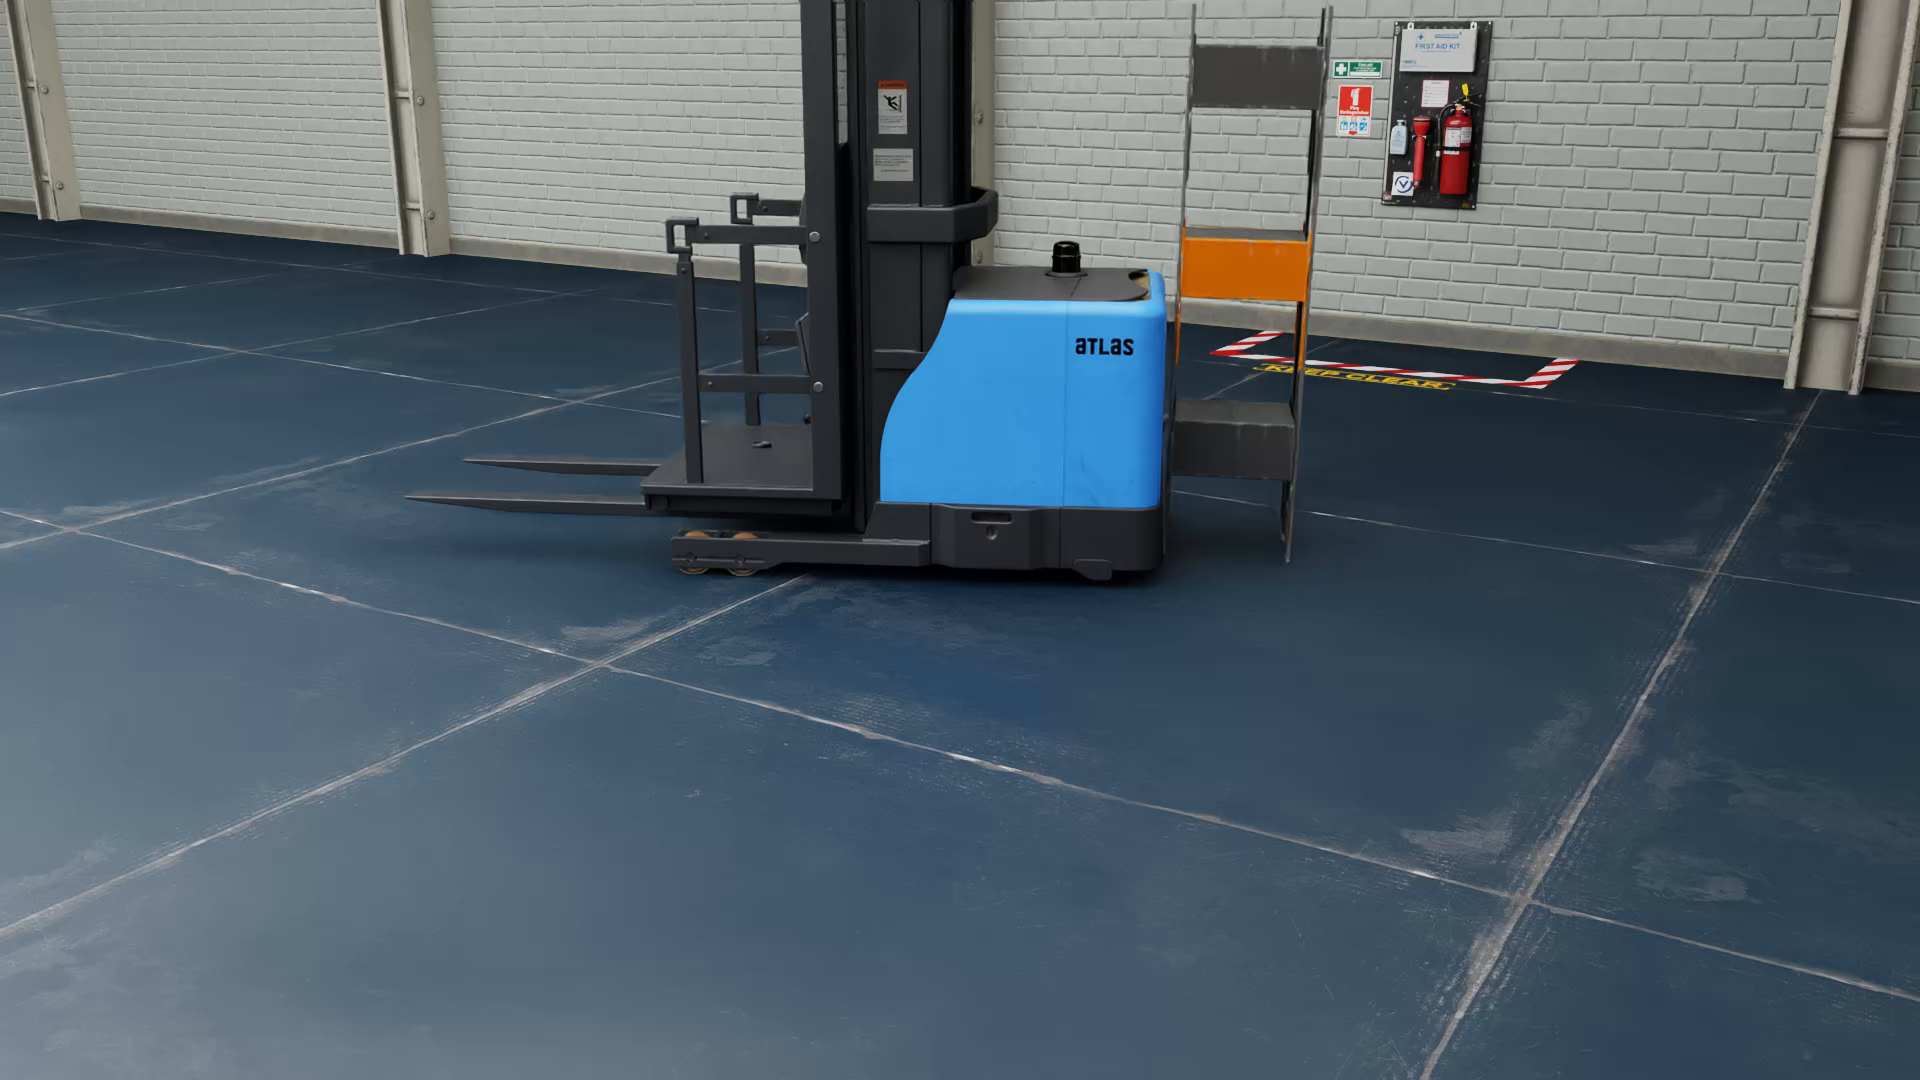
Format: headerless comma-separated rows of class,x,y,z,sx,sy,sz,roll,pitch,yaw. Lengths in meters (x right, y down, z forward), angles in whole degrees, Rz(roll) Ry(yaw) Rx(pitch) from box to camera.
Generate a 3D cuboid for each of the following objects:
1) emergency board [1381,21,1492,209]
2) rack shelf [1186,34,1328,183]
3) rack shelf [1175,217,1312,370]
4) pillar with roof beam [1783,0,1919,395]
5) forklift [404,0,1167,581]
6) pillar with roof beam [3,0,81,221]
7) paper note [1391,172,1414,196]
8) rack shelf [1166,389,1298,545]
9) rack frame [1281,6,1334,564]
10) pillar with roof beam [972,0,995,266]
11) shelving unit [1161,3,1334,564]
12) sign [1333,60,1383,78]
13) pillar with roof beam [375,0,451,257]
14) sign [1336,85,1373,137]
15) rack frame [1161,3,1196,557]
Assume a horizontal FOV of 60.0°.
emergency board,3.041,-2.730,10.706,0.643,1.169,0.194,10,20,30
rack shelf,1.110,-1.638,6.283,0.480,0.518,0.431,3,17,7
rack shelf,1.098,-0.969,6.488,0.480,0.518,0.431,3,17,7
pillar with roof beam,2.874,-4.148,5.056,0.400,9.000,9.100,10,20,30
forklift,-0.697,-1.411,6.484,3.031,2.935,1.130,2,17,6
pillar with roof beam,-12.464,-6.886,14.069,0.400,9.000,9.100,10,20,30
paper note,2.926,-2.352,10.979,0.142,0.148,0.016,10,20,30
rack shelf,1.085,-0.300,6.693,0.480,0.518,0.431,3,17,7
rack frame,1.340,-0.968,6.454,0.015,2.100,0.400,3,17,7
pillar with roof beam,-2.239,-5.061,8.060,0.400,9.000,9.100,10,20,30
shelving unit,1.098,-0.982,6.484,0.503,2.100,0.431,3,17,7
sign,2.623,-3.107,10.975,0.331,0.109,0.001,10,20,30
pillar with roof beam,-7.351,-5.974,11.065,0.400,9.000,9.100,10,20,30
sign,2.624,-2.856,11.062,0.234,0.329,0.001,10,20,30
rack frame,0.856,-0.995,6.514,0.015,2.100,0.400,3,17,7
